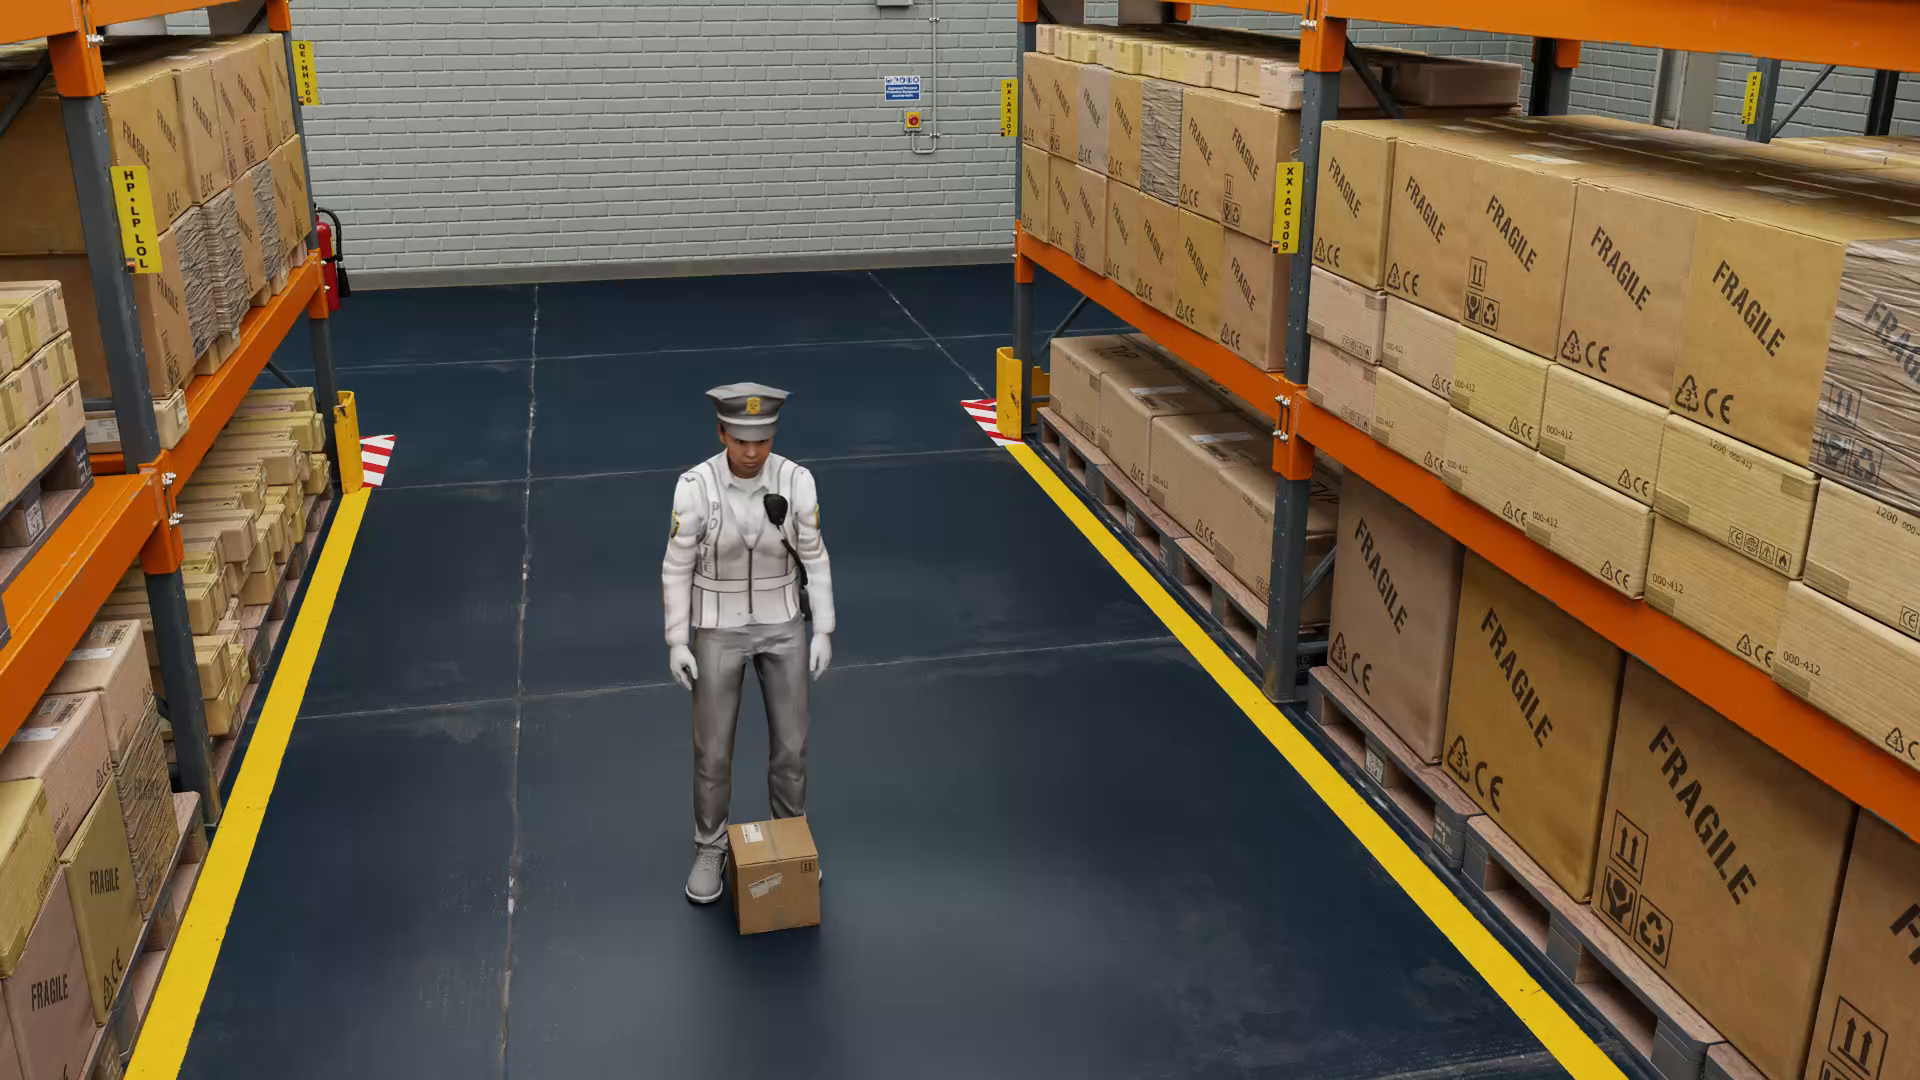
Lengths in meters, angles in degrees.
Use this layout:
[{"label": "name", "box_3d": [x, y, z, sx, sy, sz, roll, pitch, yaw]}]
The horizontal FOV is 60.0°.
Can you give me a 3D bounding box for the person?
[{"label": "person", "box_3d": [-0.654, 0.309, 5.204, 0.530, 1.664, 0.371, -4, 20, -12]}]
